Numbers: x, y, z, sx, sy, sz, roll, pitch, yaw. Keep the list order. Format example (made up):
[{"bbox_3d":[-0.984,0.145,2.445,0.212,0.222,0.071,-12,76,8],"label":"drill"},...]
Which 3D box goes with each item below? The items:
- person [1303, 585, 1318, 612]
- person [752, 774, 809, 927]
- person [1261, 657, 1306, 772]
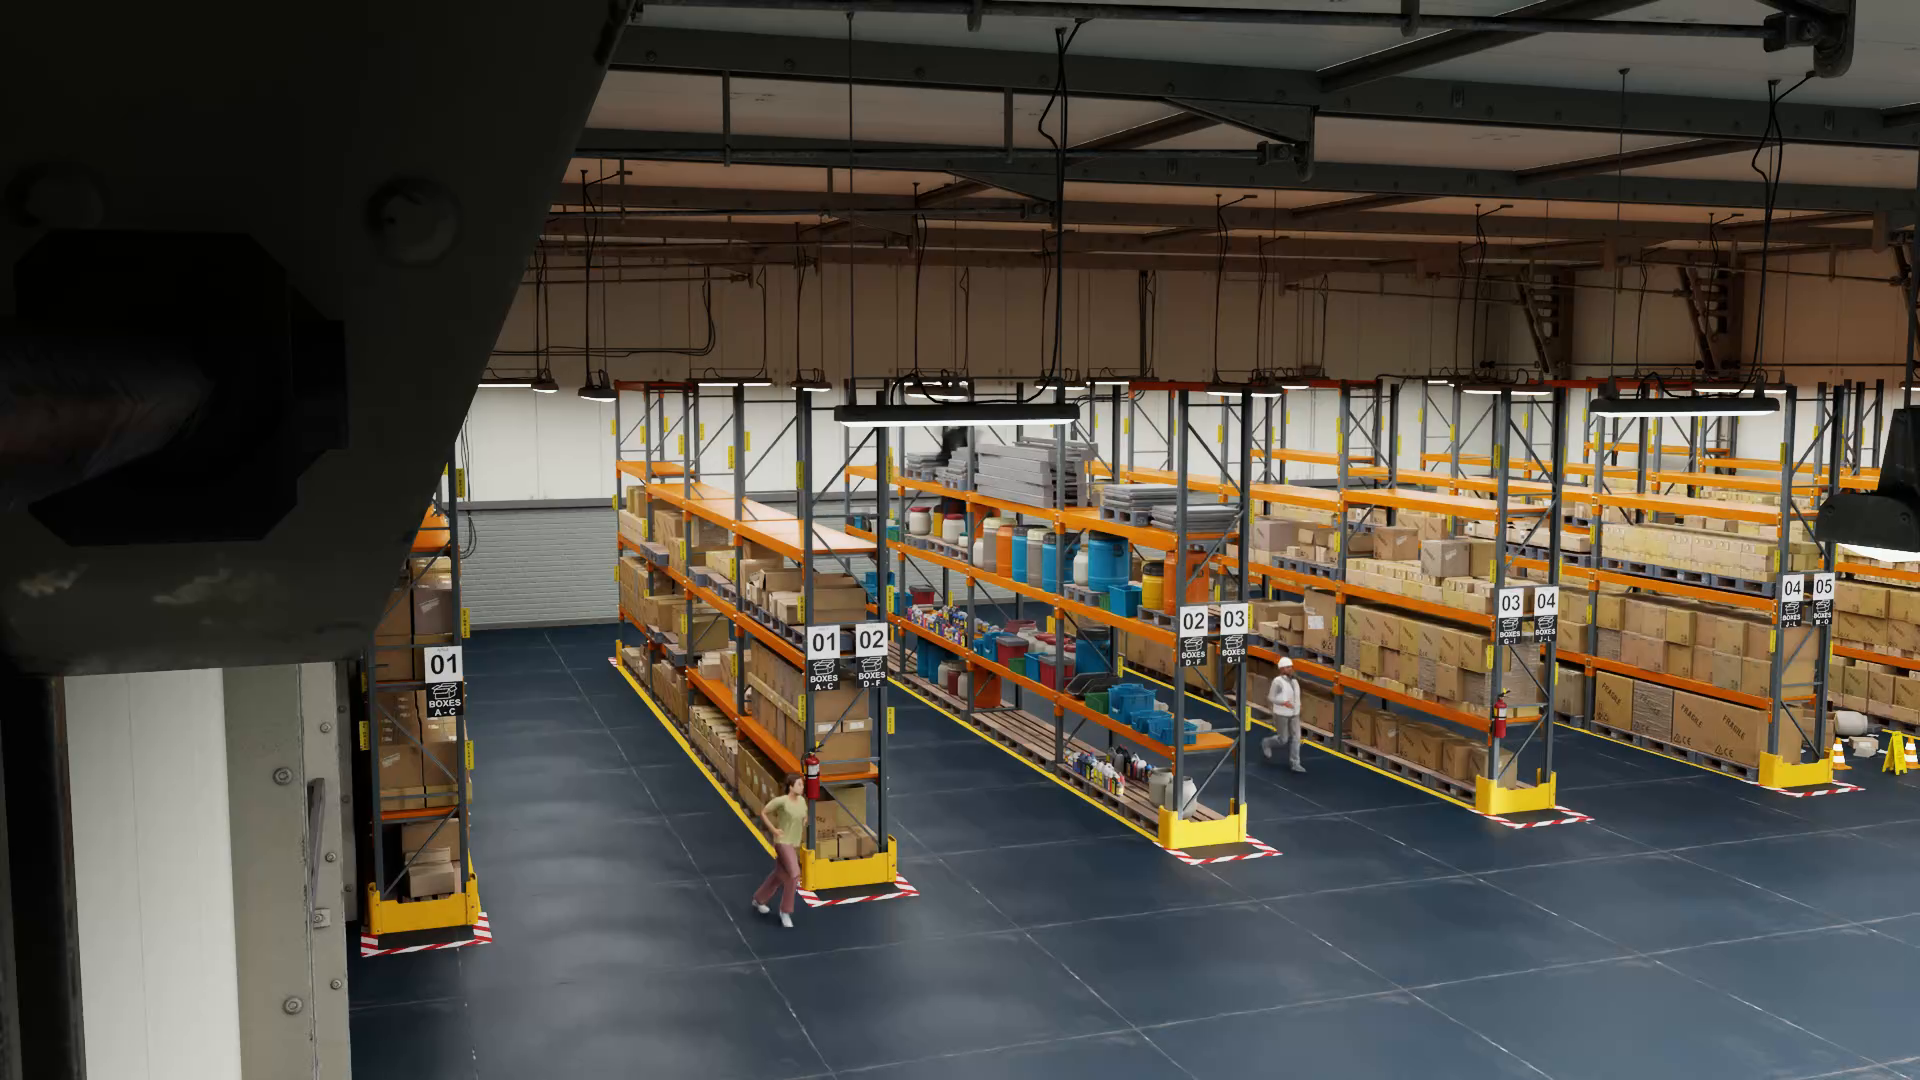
[{"bbox_3d":[7.448,1.784,35.098,0.632,1.755,0.737,-3,7,-26],"label":"person"},{"bbox_3d":[-2.033,3.521,19.119,0.707,1.679,0.674,4,7,32],"label":"person"},{"bbox_3d":[5.096,2.706,25.971,0.663,1.752,0.926,-4,7,-31],"label":"person"}]
